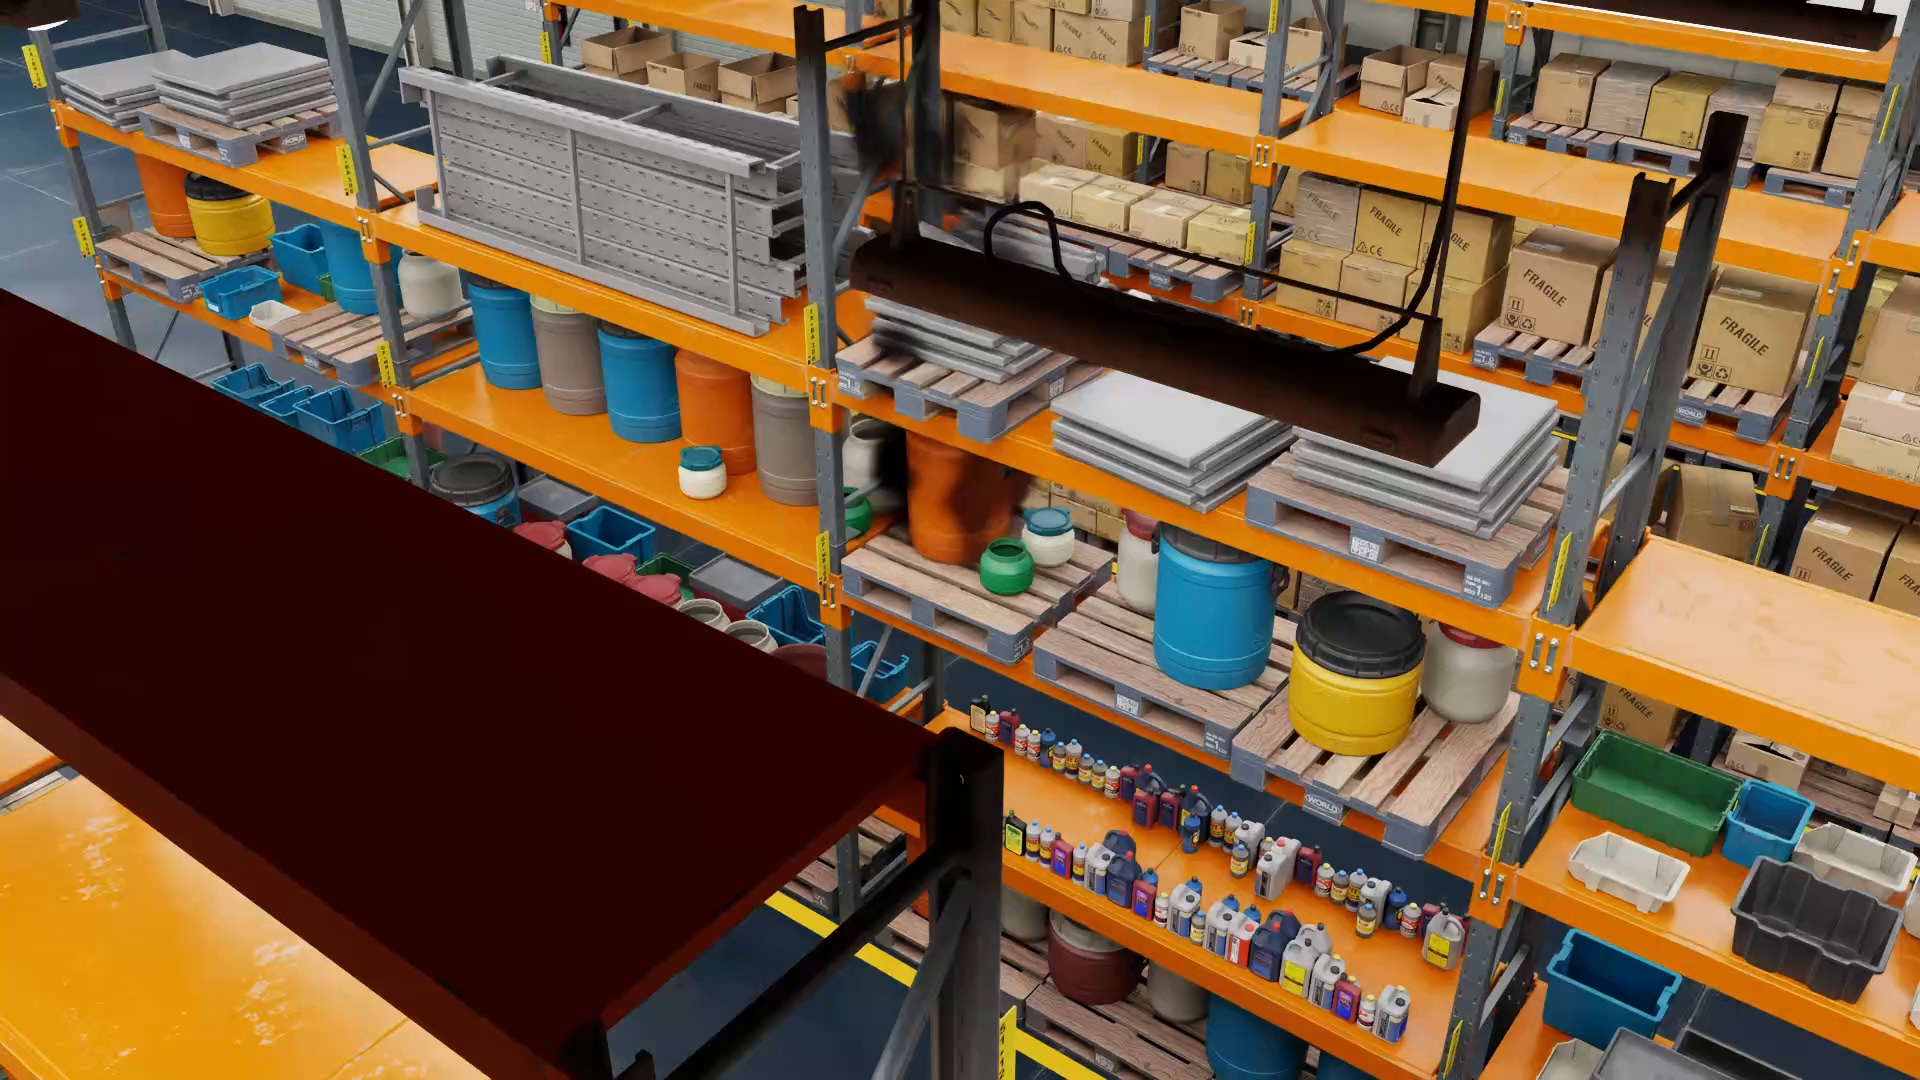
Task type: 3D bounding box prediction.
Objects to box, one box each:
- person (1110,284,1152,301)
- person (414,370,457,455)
[{"bbox_3d":[1.563,-1.897,16.689,0.609,1.752,0.765,24,39,34],"label":"person"},{"bbox_3d":[-4.888,-1.100,15.469,0.756,1.726,0.549,16,35,25],"label":"person"}]
